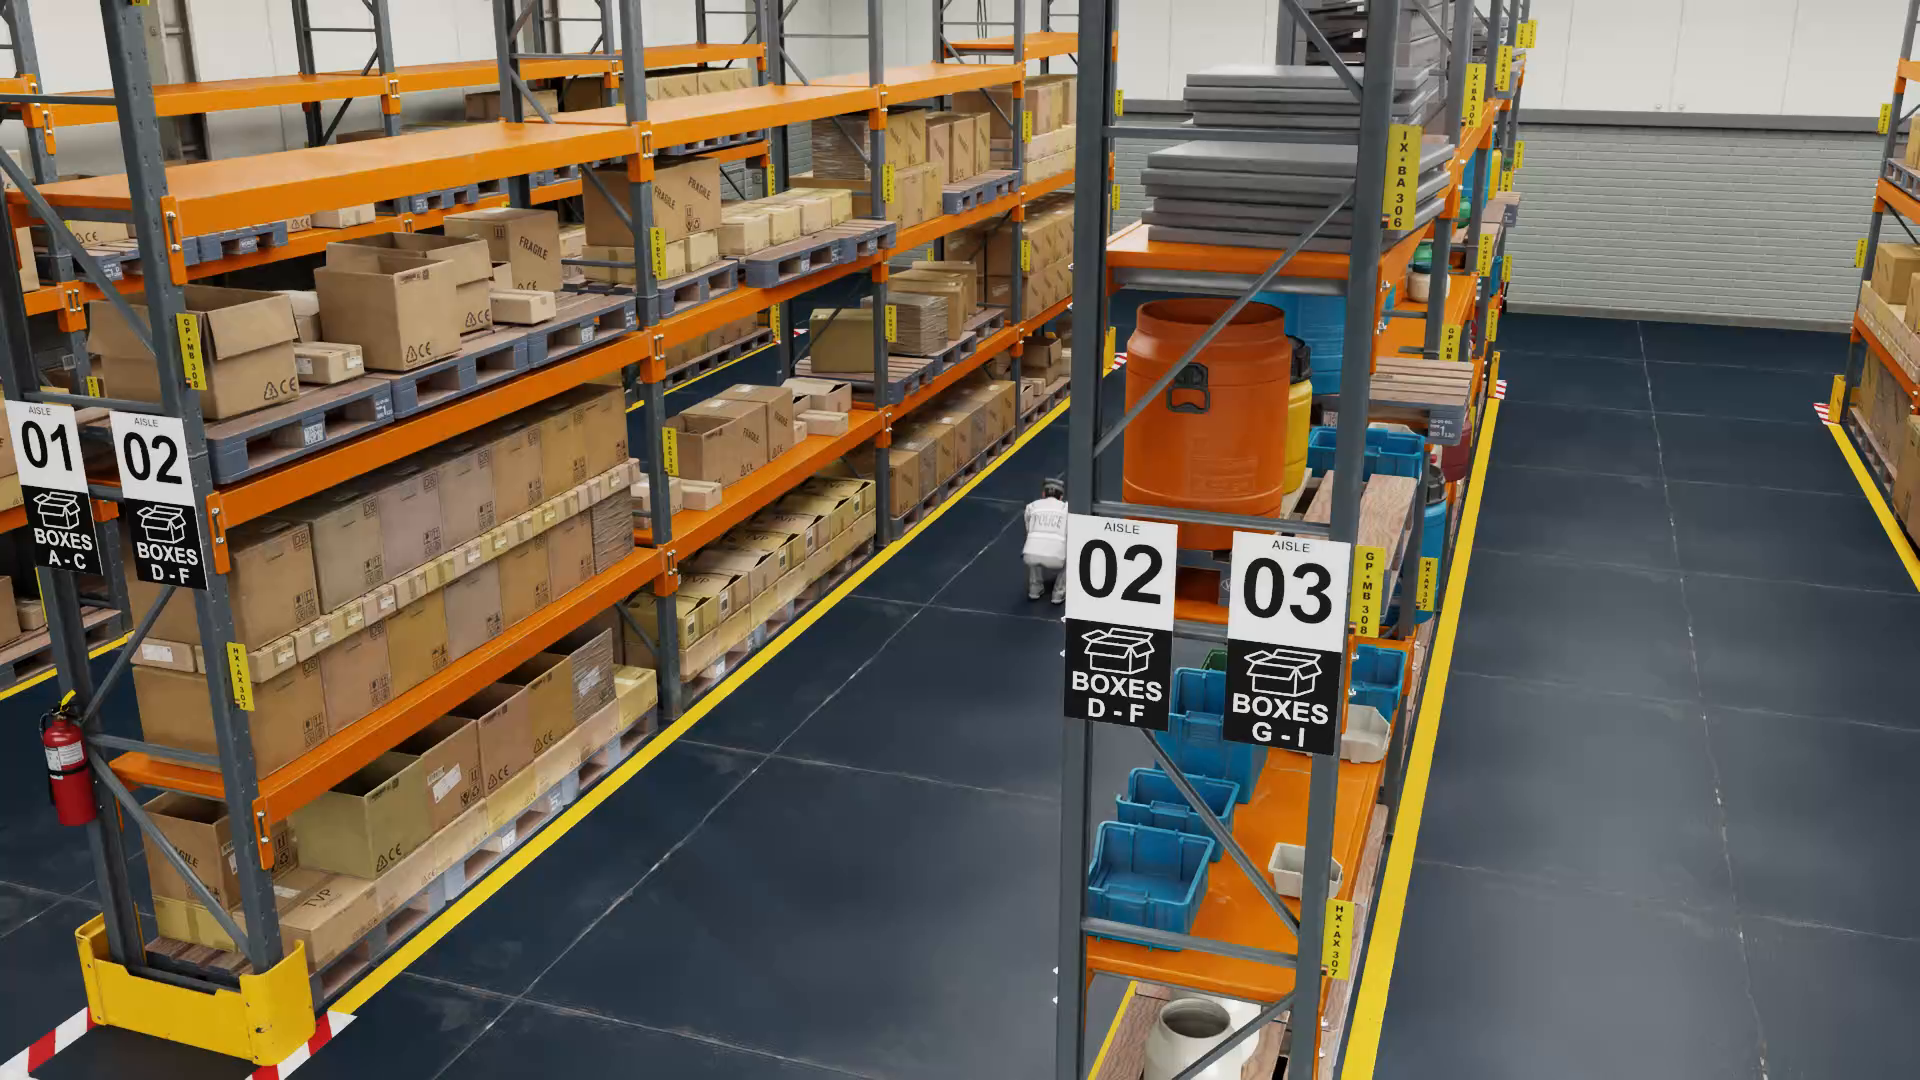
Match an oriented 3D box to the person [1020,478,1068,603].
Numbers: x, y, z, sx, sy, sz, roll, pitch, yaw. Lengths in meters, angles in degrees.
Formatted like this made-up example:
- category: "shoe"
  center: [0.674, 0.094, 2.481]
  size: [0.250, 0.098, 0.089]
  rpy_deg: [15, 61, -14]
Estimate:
- category: "person"
  center: [0.762, 0.000, 14.060]
  size: [0.495, 0.964, 0.825]
  rpy_deg: [6, 20, 18]
